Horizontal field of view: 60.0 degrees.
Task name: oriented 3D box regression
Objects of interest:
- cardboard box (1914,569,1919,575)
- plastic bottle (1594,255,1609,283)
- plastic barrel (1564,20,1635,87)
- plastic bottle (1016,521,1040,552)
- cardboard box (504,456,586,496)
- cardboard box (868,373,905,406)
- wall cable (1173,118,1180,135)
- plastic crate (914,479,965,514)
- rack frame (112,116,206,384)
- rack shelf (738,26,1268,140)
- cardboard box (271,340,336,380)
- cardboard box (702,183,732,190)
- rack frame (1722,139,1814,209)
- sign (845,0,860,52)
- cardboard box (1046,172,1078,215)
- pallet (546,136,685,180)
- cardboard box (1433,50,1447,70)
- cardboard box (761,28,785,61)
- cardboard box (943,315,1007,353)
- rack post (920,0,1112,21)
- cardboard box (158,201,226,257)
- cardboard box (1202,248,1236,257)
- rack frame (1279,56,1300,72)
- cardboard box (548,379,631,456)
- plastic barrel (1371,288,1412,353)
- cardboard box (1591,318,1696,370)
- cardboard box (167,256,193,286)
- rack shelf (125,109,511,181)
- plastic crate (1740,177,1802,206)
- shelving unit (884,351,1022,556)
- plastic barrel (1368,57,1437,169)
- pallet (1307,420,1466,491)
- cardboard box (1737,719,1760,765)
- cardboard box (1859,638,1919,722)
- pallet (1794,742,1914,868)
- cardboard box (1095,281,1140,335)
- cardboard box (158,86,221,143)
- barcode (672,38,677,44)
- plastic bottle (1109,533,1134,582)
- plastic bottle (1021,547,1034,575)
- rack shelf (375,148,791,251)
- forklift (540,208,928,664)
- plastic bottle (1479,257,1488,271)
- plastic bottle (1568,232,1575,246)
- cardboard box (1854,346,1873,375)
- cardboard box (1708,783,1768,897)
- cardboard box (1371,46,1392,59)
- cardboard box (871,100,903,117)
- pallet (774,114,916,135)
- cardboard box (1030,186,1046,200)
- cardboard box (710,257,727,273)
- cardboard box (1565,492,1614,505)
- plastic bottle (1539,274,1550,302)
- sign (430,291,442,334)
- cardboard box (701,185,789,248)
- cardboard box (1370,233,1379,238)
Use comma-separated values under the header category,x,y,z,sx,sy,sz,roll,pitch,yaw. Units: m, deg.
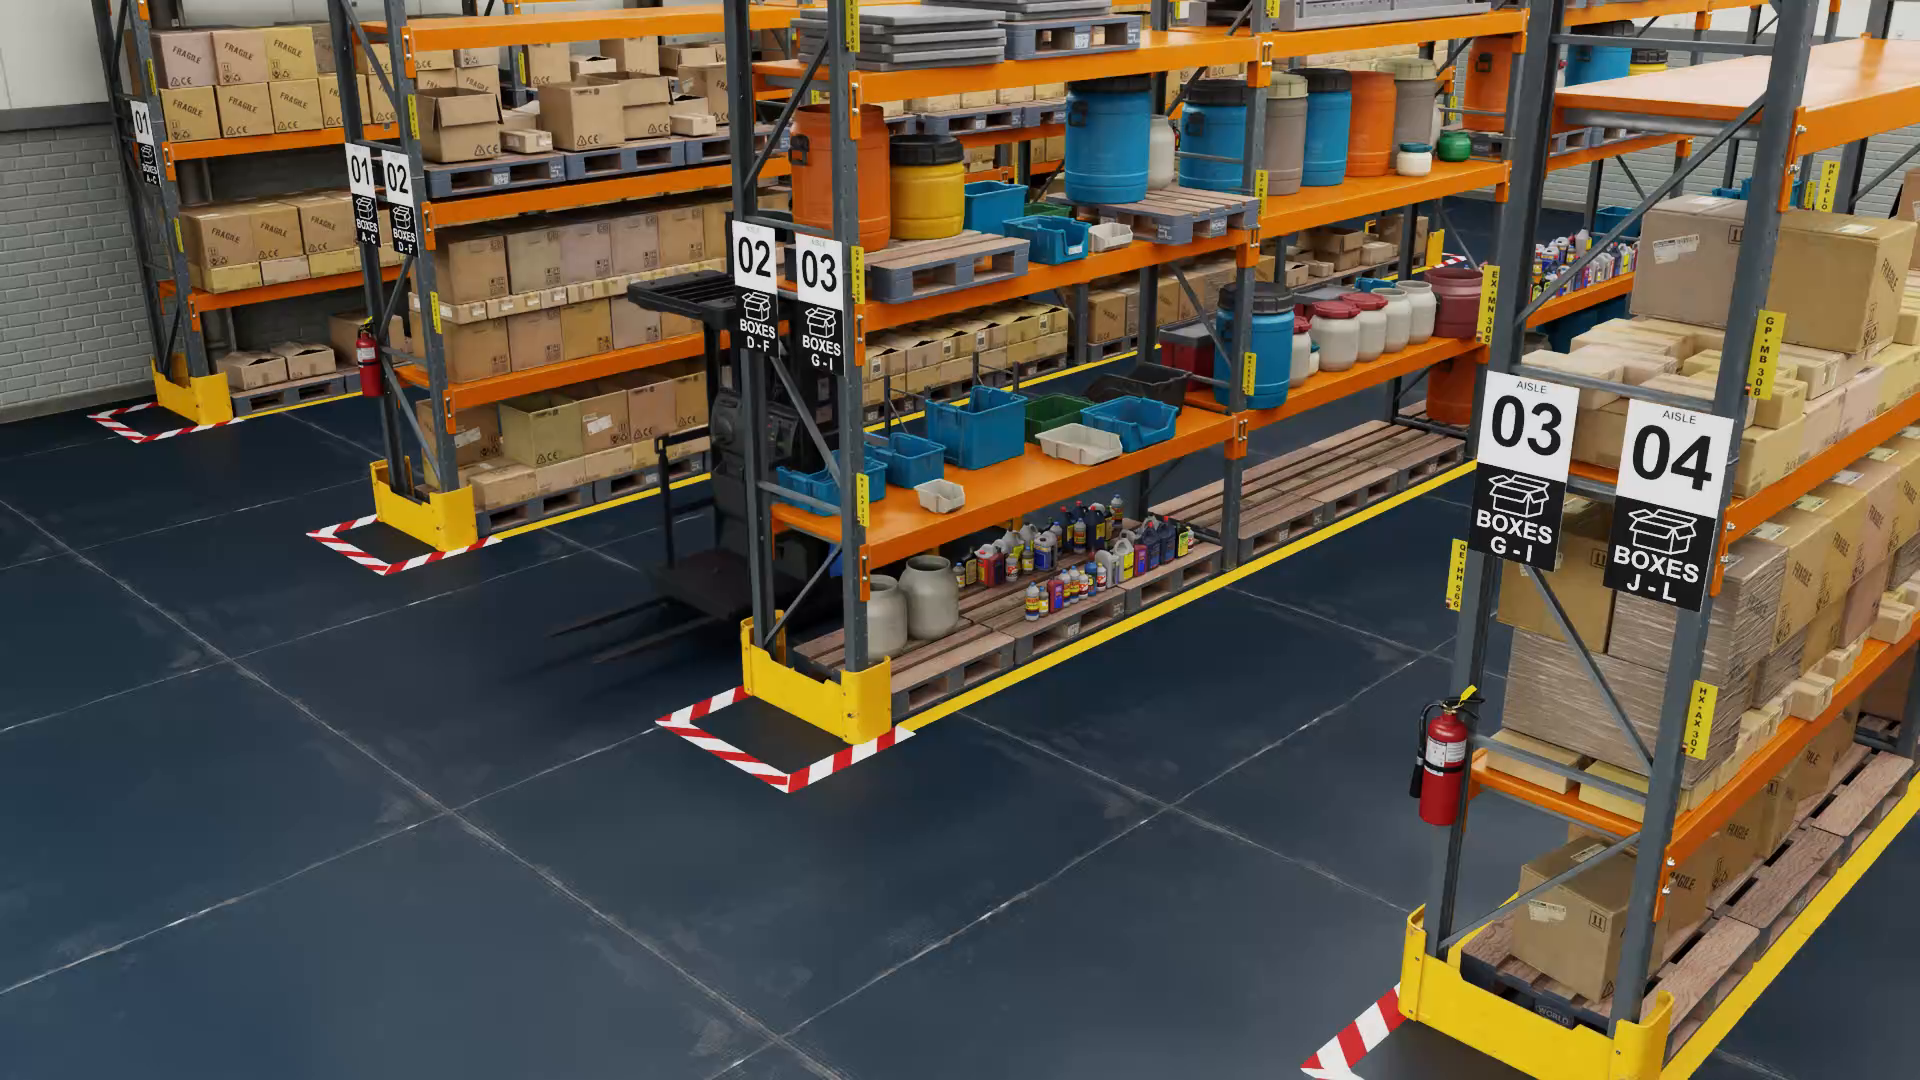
category,x,y,z,sx,sy,sz,roll,pitch,yaw
cardboard box,5.426,0.208,9.563,0.380,0.149,0.250,19,28,41
plastic bottle,6.653,-2.835,17.306,0.152,0.276,0.135,19,28,41
plastic barrel,6.316,-4.687,16.484,0.600,0.901,0.708,19,28,41
plastic bottle,0.528,0.015,12.795,0.144,0.351,0.185,19,28,40
cardboard box,-3.641,-0.614,14.600,0.500,0.250,0.500,19,28,41
cardboard box,-0.914,-1.603,17.174,0.500,0.250,0.500,-19,28,-41
wall cable,3.305,-7.882,28.845,0.084,1.984,1.851,19,28,41
plastic crate,-0.119,-0.276,10.840,0.298,0.136,0.250,19,28,41
rack frame,-8.072,-2.729,16.855,1.000,3.000,0.127,19,28,41
rack shelf,0.421,-3.041,10.866,1.077,0.370,4.000,19,28,41
cardboard box,-7.127,-1.981,18.044,0.500,0.311,0.500,-17,27,-38
cardboard box,-3.183,-4.763,21.396,0.700,0.500,0.500,16,26,36
rack frame,10.188,-4.362,21.104,1.000,3.000,0.127,19,28,41
sign,-0.583,-2.813,9.004,0.100,0.325,0.005,19,28,41
cardboard box,1.419,-3.979,19.383,0.700,0.500,0.500,9,23,23
pallet,-3.157,-3.339,14.385,1.003,0.211,1.213,19,28,41
cardboard box,6.472,-6.735,23.306,0.500,0.250,0.500,19,28,41
cardboard box,-2.201,-6.574,21.926,0.700,0.500,0.500,17,27,37
cardboard box,0.159,-2.260,18.101,0.500,0.311,0.500,19,28,40
rack post,0.355,-3.520,10.657,0.937,0.300,0.954,19,28,40
cardboard box,-7.896,-3.192,17.197,0.500,0.500,0.500,19,28,40
cardboard box,3.339,-3.550,21.862,0.500,0.500,0.500,18,27,38
rack frame,3.851,-7.375,20.581,1.000,3.000,0.127,19,28,41
cardboard box,-3.300,-1.095,14.807,0.500,0.500,0.500,19,28,41
plastic barrel,3.748,-1.932,14.625,0.421,0.512,0.421,0,21,0
cardboard box,3.081,-0.881,7.520,0.380,0.149,0.250,19,28,41
cardboard box,-7.885,-2.837,17.317,0.500,0.250,0.500,-20,28,-41
rack shelf,-6.677,-4.307,17.783,1.077,0.370,4.000,19,28,41
plastic crate,10.088,-4.274,20.741,0.616,0.435,0.499,19,28,41
shelving unit,-0.053,-0.680,13.616,0.587,1.500,1.083,19,28,41
plastic barrel,3.878,-3.783,14.718,0.600,0.901,0.600,0,21,0
pallet,4.039,-0.814,15.761,1.003,0.211,1.213,19,28,41
cardboard box,3.477,0.905,7.752,0.380,0.149,0.250,19,28,41
cardboard box,5.809,0.771,10.620,0.700,0.500,0.500,17,27,37
pallet,4.922,1.445,9.882,1.003,0.211,1.213,19,28,41
cardboard box,1.944,-2.766,19.823,0.500,0.500,0.500,18,27,39
cardboard box,-7.660,-4.208,16.356,0.500,0.500,0.500,-19,28,-41
barcode,-3.630,-6.348,21.142,0.001,0.075,0.075,19,28,41
plastic bottle,1.214,0.124,12.512,0.144,0.351,0.185,19,28,40
plastic bottle,0.515,0.152,12.648,0.097,0.201,0.097,0,21,0
rack shelf,-3.125,-3.068,14.560,1.077,0.370,4.000,19,28,41
forklift,-1.640,-0.805,11.946,1.130,2.935,3.031,19,28,41
plastic bottle,5.381,-2.756,17.087,0.061,0.283,0.133,19,28,41
plastic bottle,6.743,-3.258,18.393,0.061,0.283,0.133,19,28,41
cardboard box,3.864,-0.864,7.477,0.380,0.149,0.250,18,27,38
cardboard box,3.865,1.487,8.787,0.500,0.500,0.500,-17,27,-37
cardboard box,5.421,-6.584,22.216,0.500,0.250,0.500,19,28,41
cardboard box,-0.912,-4.342,16.495,0.500,0.250,0.500,16,26,36
pallet,-1.124,-4.059,16.401,0.805,0.209,1.217,18,27,39
cardboard box,1.264,-5.354,25.680,0.250,0.149,0.380,-19,28,-40
cardboard box,-2.303,-2.545,15.334,0.380,0.149,0.250,19,28,41
cardboard box,3.126,0.005,7.795,0.500,0.500,0.500,19,28,41
plastic bottle,5.750,-2.483,16.377,0.061,0.283,0.133,19,28,41
sign,-4.127,-1.790,13.097,0.100,0.325,0.005,19,28,41
cardboard box,-2.035,-3.055,15.755,0.700,0.500,0.500,19,28,41
cardboard box,6.103,-4.456,24.708,0.380,0.149,0.250,19,28,41
